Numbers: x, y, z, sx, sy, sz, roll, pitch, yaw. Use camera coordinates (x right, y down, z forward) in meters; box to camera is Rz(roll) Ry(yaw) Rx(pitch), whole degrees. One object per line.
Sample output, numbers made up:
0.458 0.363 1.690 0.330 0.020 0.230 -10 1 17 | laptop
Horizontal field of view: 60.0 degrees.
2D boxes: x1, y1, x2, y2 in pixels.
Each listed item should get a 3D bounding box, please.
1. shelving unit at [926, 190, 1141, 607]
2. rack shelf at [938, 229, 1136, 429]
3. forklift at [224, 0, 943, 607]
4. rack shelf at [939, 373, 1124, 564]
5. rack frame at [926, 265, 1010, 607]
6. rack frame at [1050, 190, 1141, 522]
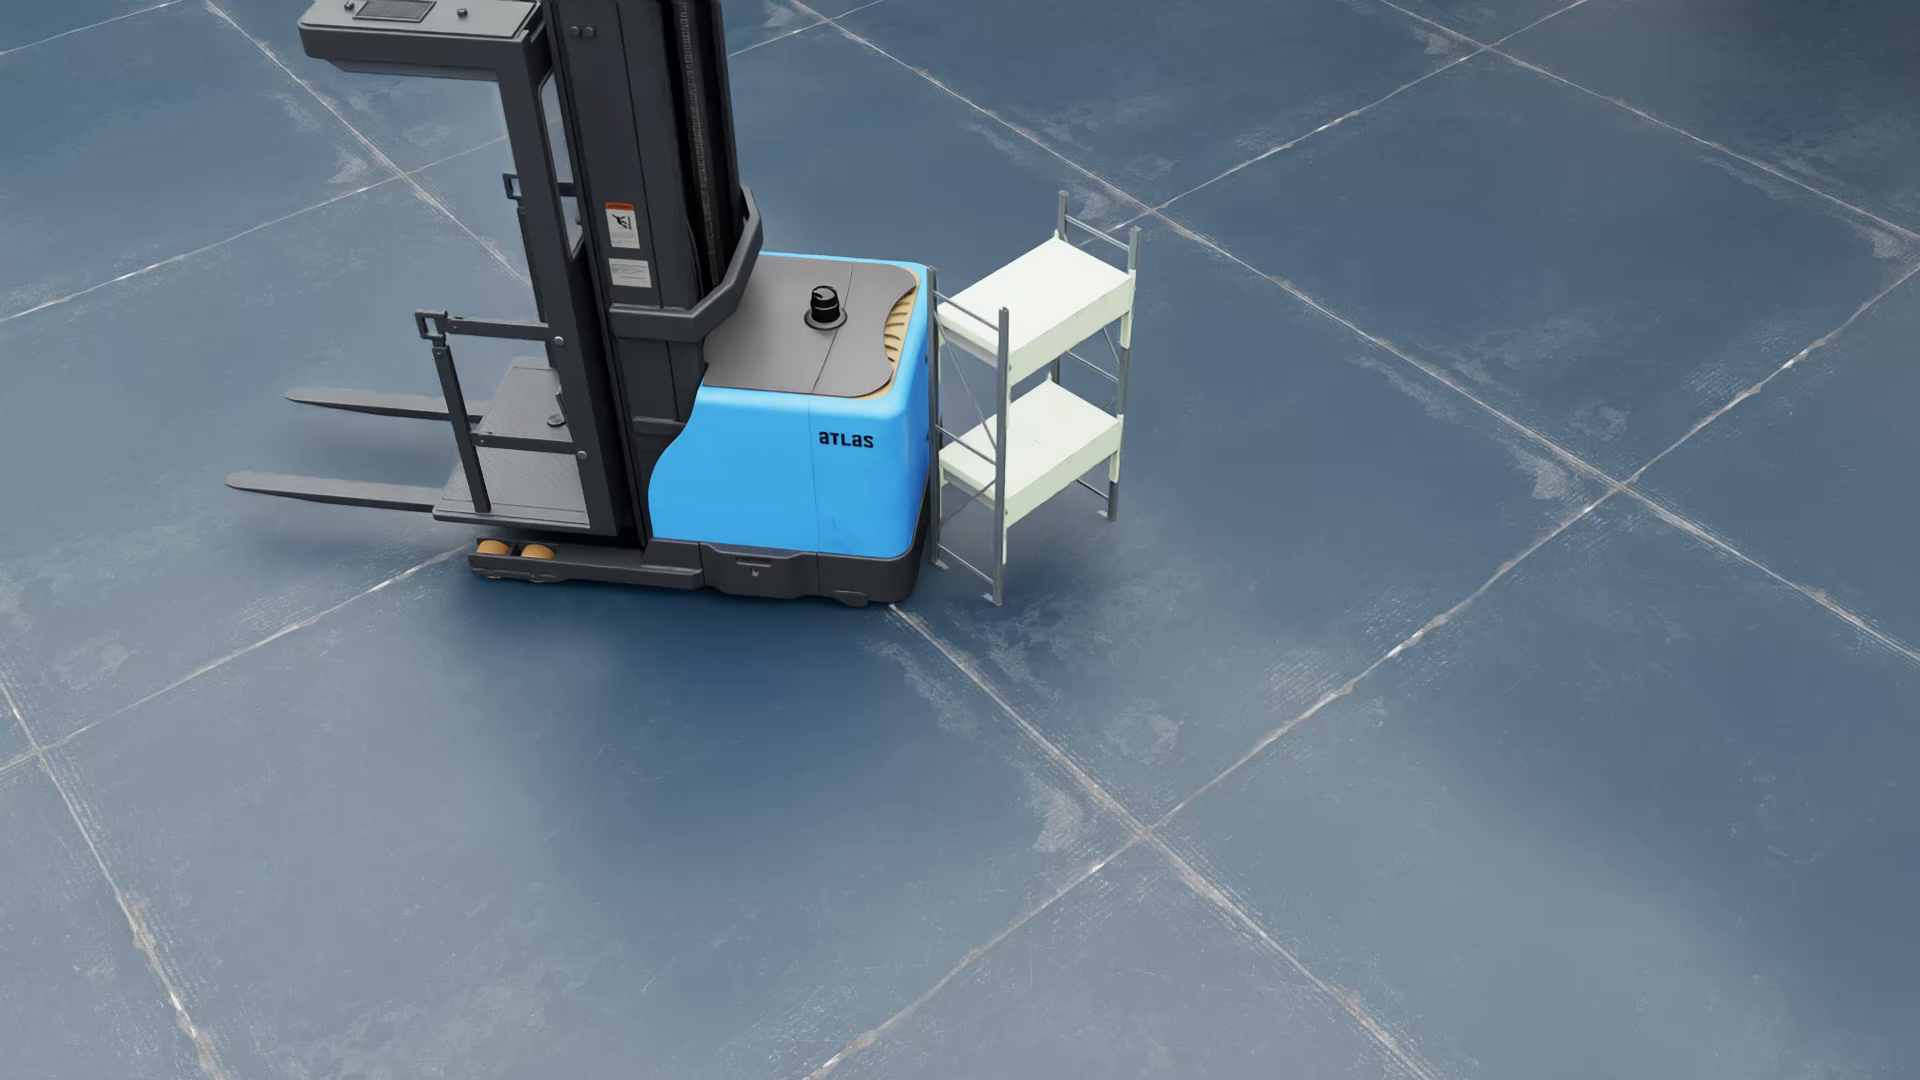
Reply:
0.282 -0.546 6.736 0.431 1.500 0.755 34 53 31 | shelving unit
0.282 -0.830 6.468 0.431 0.370 0.720 34 53 31 | rack shelf
-1.637 -1.240 6.430 3.031 2.935 1.130 5 43 5 | forklift
0.282 -0.308 6.959 0.431 0.370 0.720 34 53 31 | rack shelf
0.027 -0.366 6.545 0.400 1.500 0.023 34 53 31 | rack frame
0.538 -0.725 6.927 0.400 1.500 0.023 34 53 31 | rack frame
